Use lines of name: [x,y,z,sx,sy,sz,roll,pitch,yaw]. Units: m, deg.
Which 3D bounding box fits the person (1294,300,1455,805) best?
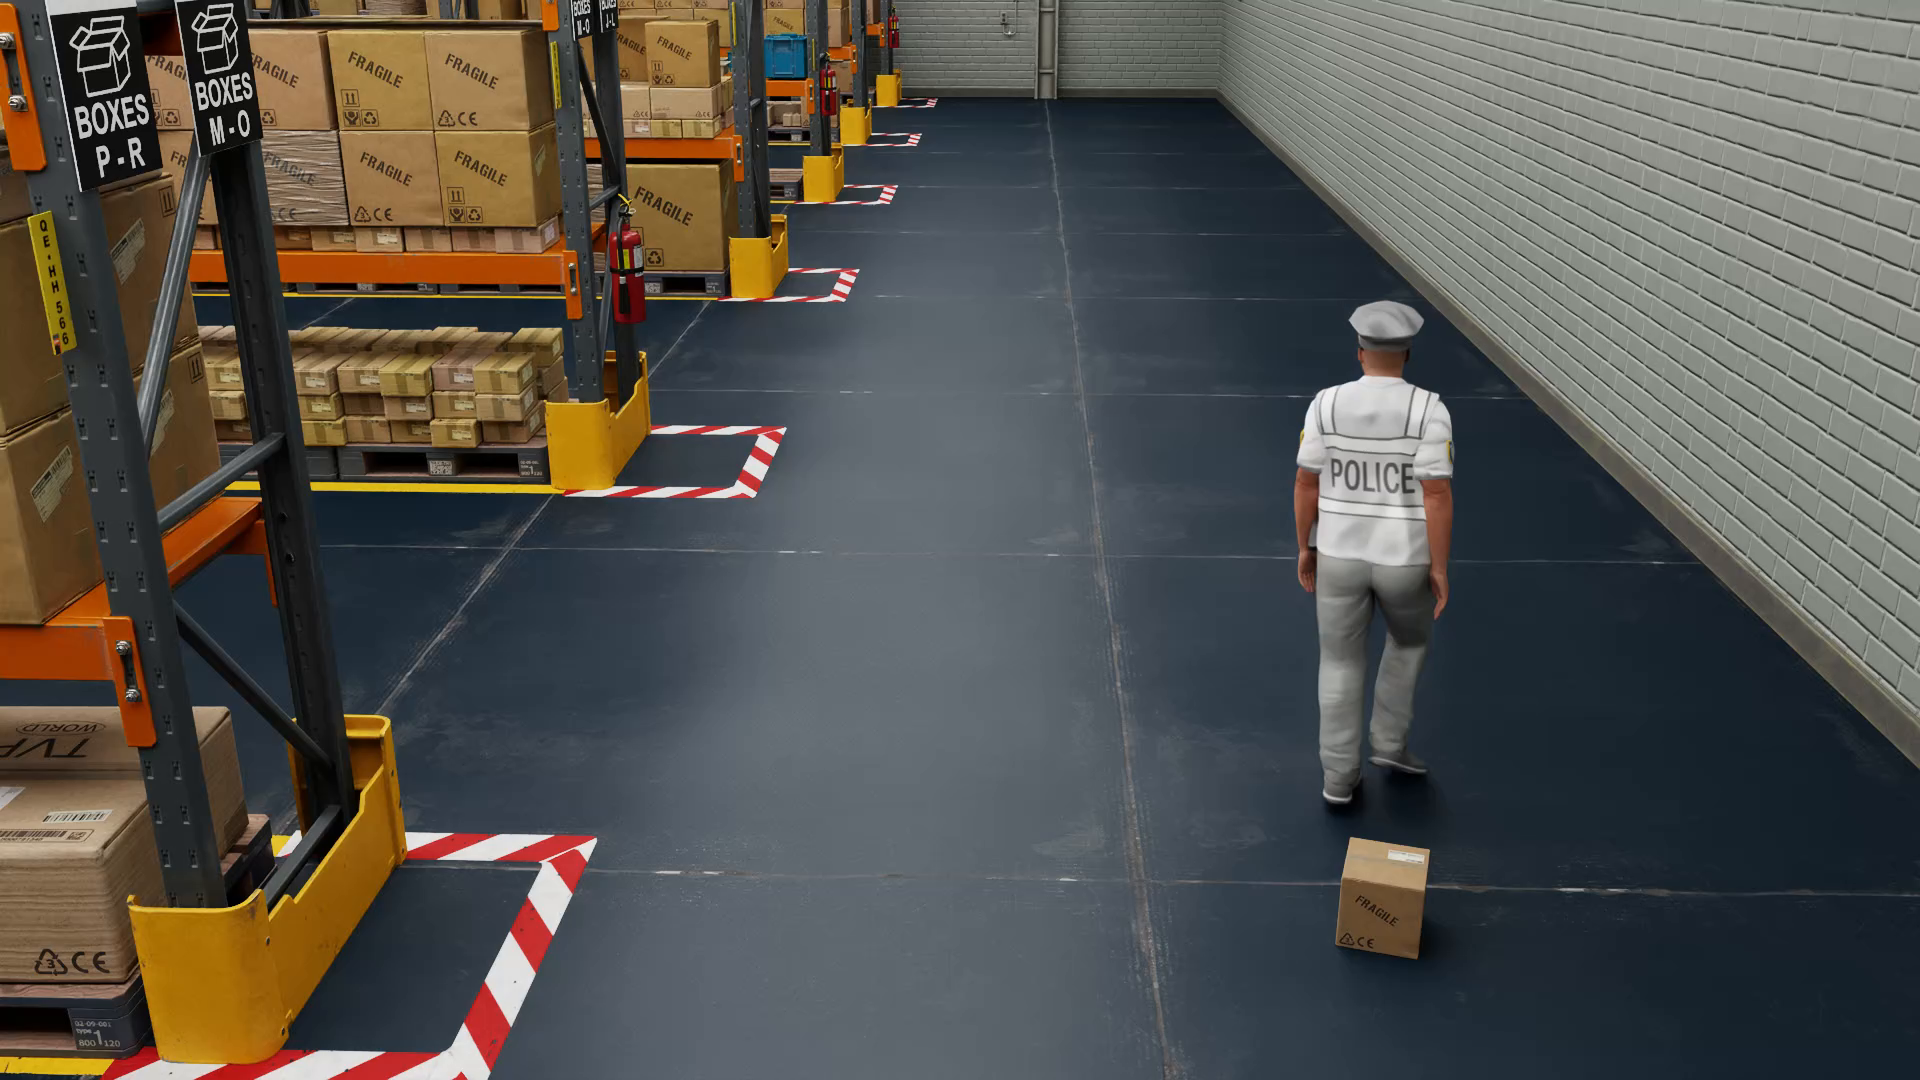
person: [1.440,0.083,5.857,0.568,1.792,0.542,7,22,18]
